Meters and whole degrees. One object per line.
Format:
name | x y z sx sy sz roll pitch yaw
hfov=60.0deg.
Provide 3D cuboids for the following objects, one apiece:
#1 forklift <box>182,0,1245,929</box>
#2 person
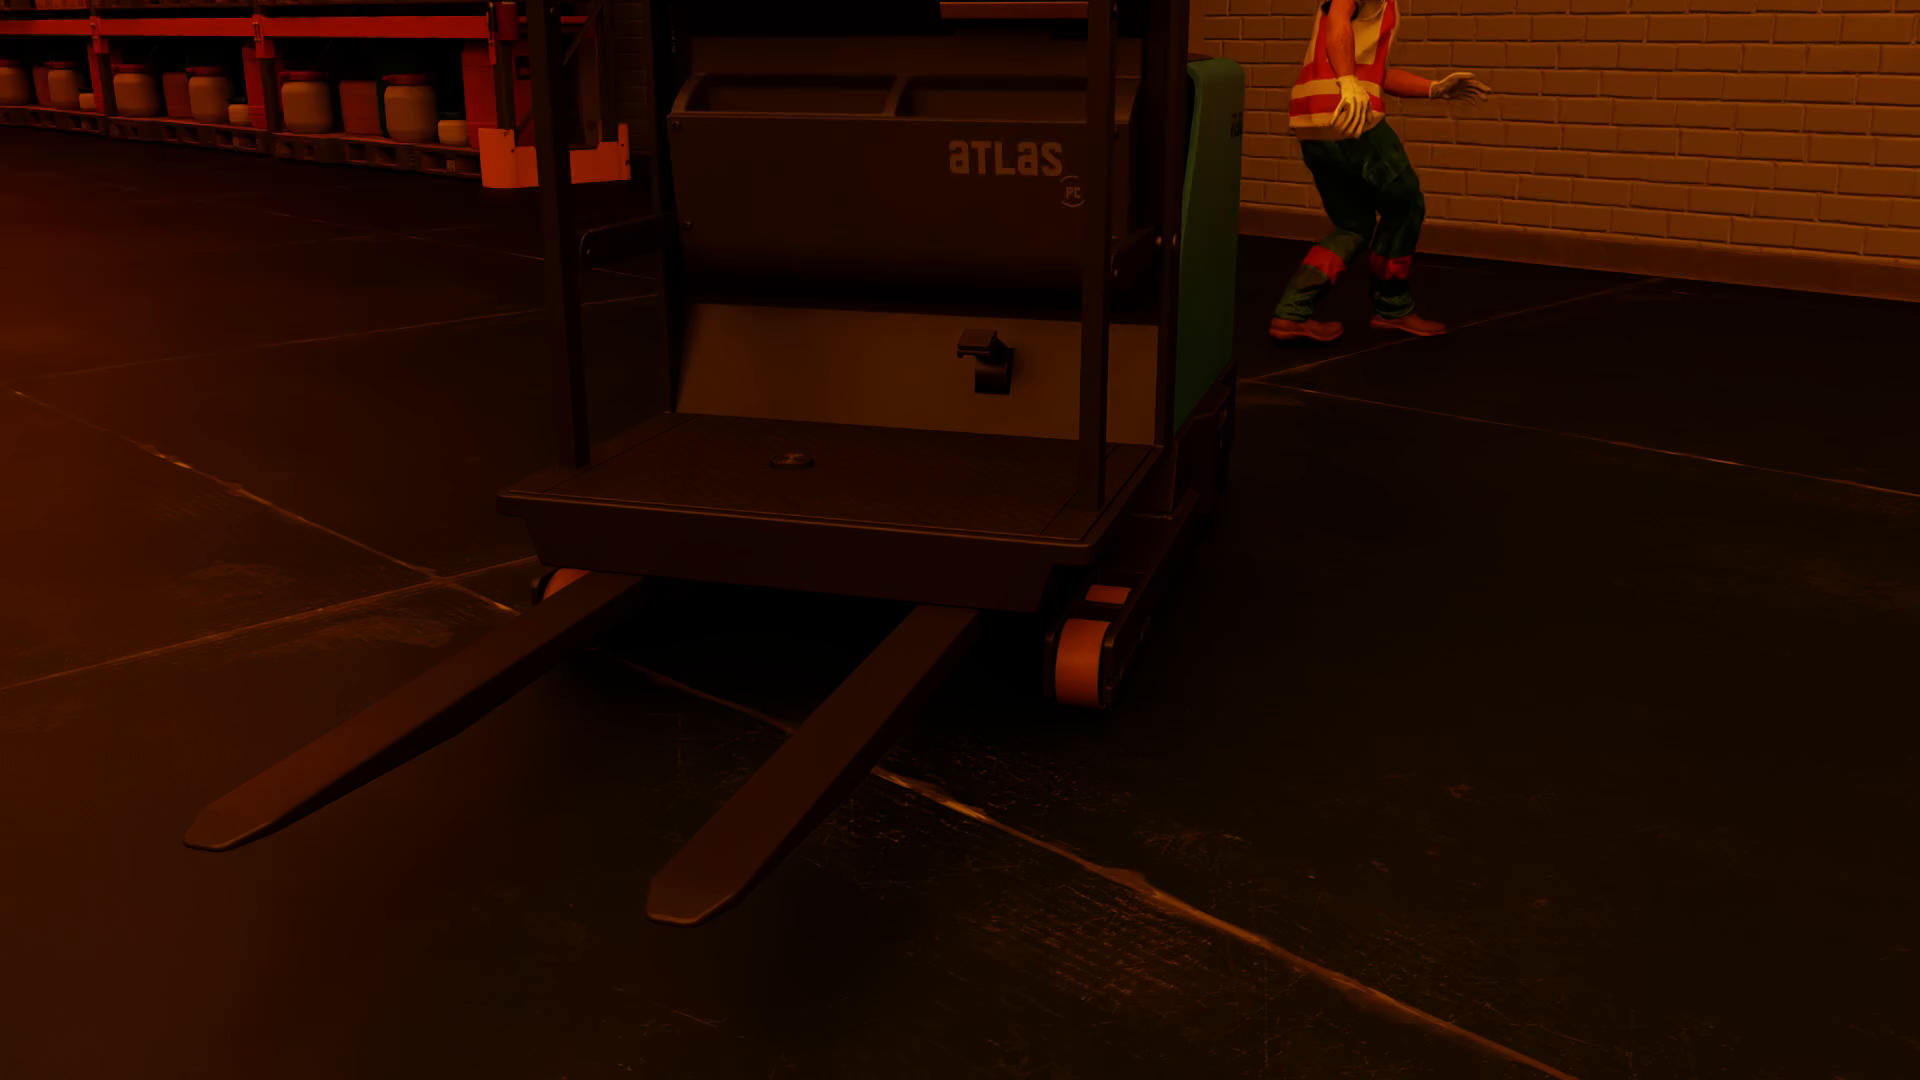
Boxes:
forklift | -0.174 -1.228 2.904 1.130 2.935 3.031 5 18 16
person | 1.574 -1.509 6.034 0.816 1.629 0.803 -3 17 -8
